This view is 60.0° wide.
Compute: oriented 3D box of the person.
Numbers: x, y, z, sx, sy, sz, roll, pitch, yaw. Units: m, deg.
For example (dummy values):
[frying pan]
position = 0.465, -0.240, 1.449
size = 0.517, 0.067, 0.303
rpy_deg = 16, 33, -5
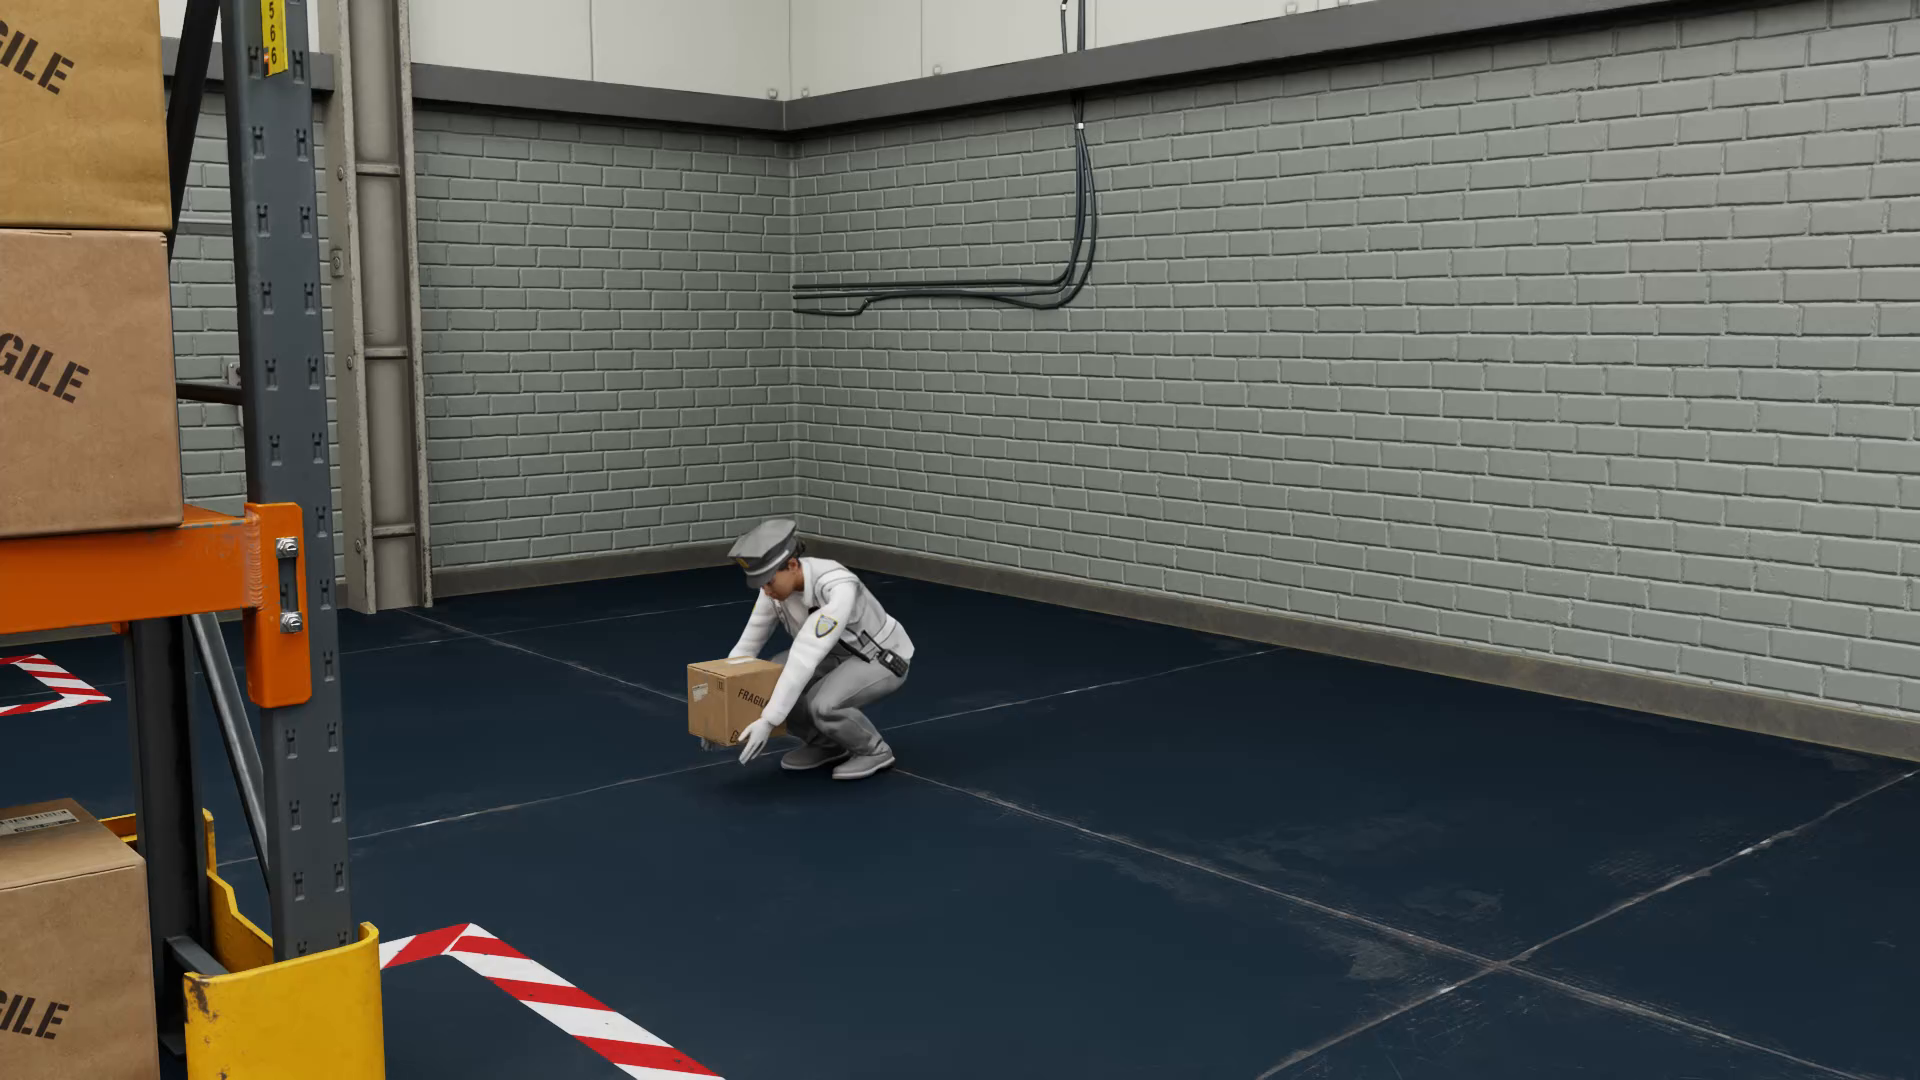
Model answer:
[person]
position = -0.543, 0.389, 6.060
size = 0.826, 0.970, 0.489
rpy_deg = -7, 10, -42
